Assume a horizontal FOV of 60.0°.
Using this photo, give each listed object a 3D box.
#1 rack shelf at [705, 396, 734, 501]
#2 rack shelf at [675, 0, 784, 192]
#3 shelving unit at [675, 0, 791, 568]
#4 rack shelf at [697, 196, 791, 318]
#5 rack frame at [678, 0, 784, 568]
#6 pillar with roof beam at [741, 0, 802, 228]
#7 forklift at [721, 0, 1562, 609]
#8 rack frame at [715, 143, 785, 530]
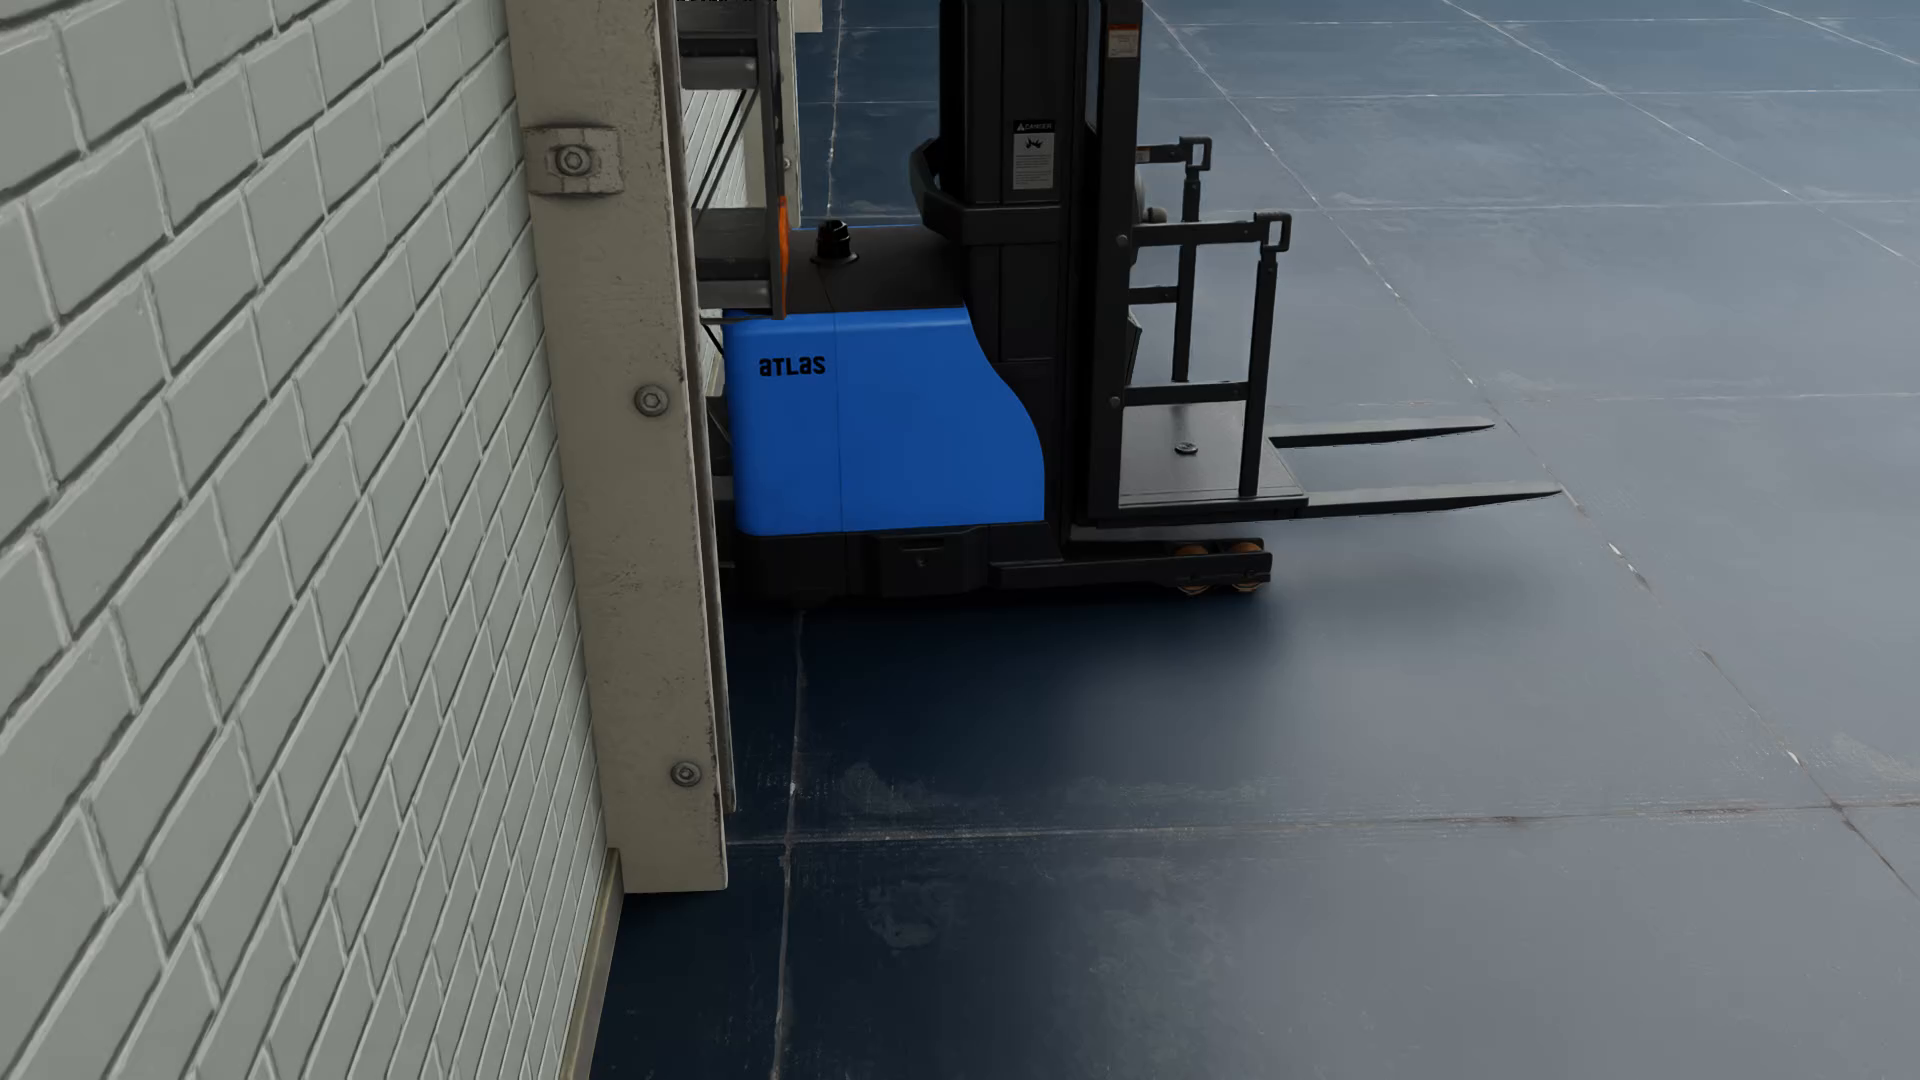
[{"bbox_3d":[-0.777,-0.206,5.861,0.431,0.518,0.480,-2,31,-3],"label":"rack shelf"},{"bbox_3d":[-0.770,-1.403,5.135,0.431,0.518,0.480,-2,31,-3],"label":"rack shelf"},{"bbox_3d":[-0.774,-0.816,5.491,0.431,2.100,0.503,-2,31,-3],"label":"shelving unit"},{"bbox_3d":[-0.774,-0.805,5.498,0.431,0.518,0.480,-2,31,-3],"label":"rack shelf"},{"bbox_3d":[-0.759,-0.690,5.283,0.400,2.100,0.015,-2,31,-3],"label":"rack frame"},{"bbox_3d":[3.196,-6.016,8.054,9.100,9.000,0.400,-1,28,-3],"label":"pillar with roof beam"},{"bbox_3d":[0.674,-1.350,5.670,3.031,2.935,1.130,-3,28,-6],"label":"forklift"},{"bbox_3d":[-0.788,-0.943,5.699,0.400,2.100,0.015,-2,31,-3],"label":"rack frame"}]
